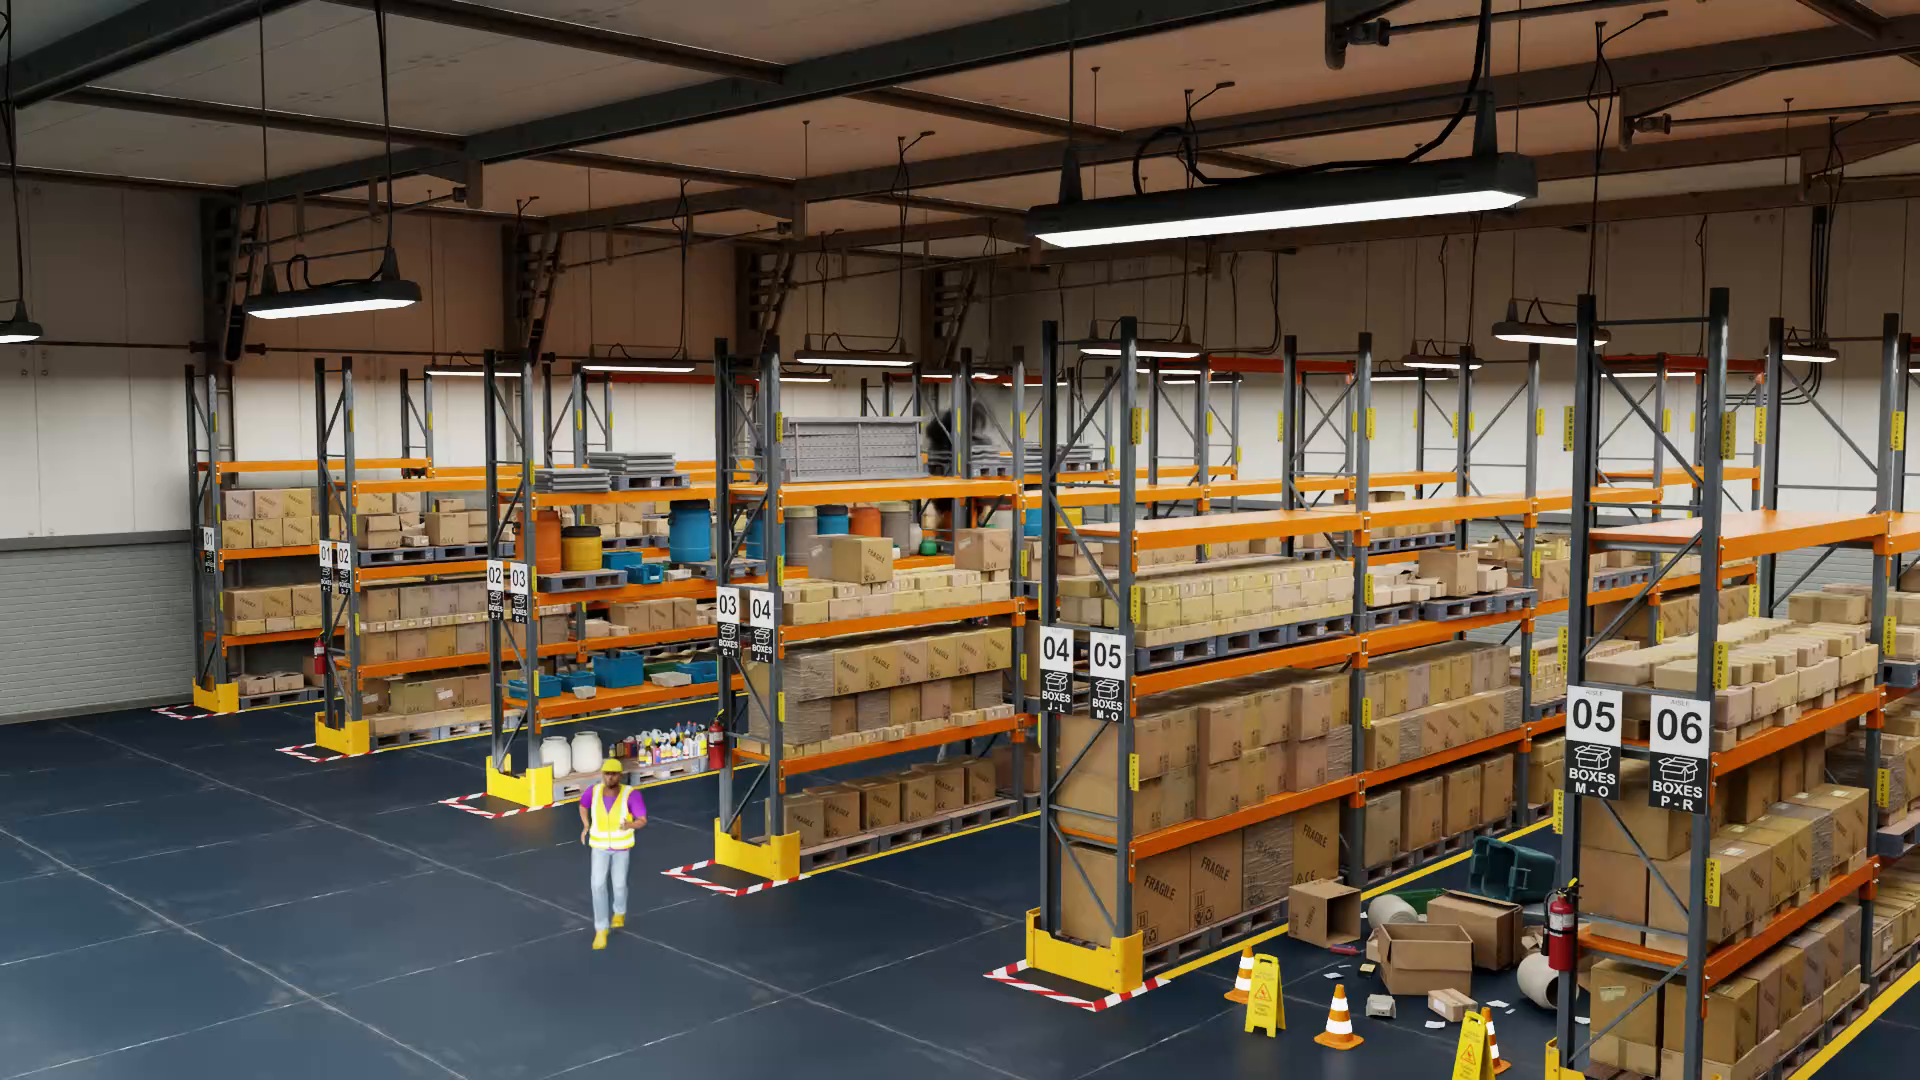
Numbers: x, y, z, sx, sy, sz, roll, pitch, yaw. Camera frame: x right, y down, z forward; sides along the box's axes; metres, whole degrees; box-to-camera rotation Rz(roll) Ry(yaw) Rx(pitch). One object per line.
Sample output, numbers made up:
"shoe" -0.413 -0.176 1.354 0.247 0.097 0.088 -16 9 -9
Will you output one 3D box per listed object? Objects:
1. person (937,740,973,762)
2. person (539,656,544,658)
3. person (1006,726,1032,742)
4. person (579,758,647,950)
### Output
"person" -0.101 2.474 24.386 0.647 1.738 0.895 3 6 39
"person" -7.716 1.943 30.475 0.699 1.759 0.847 3 5 31
"person" 0.947 2.509 24.371 0.614 1.617 0.575 4 6 40
"person" -3.404 3.041 16.299 0.674 1.832 0.785 -1 4 -7
